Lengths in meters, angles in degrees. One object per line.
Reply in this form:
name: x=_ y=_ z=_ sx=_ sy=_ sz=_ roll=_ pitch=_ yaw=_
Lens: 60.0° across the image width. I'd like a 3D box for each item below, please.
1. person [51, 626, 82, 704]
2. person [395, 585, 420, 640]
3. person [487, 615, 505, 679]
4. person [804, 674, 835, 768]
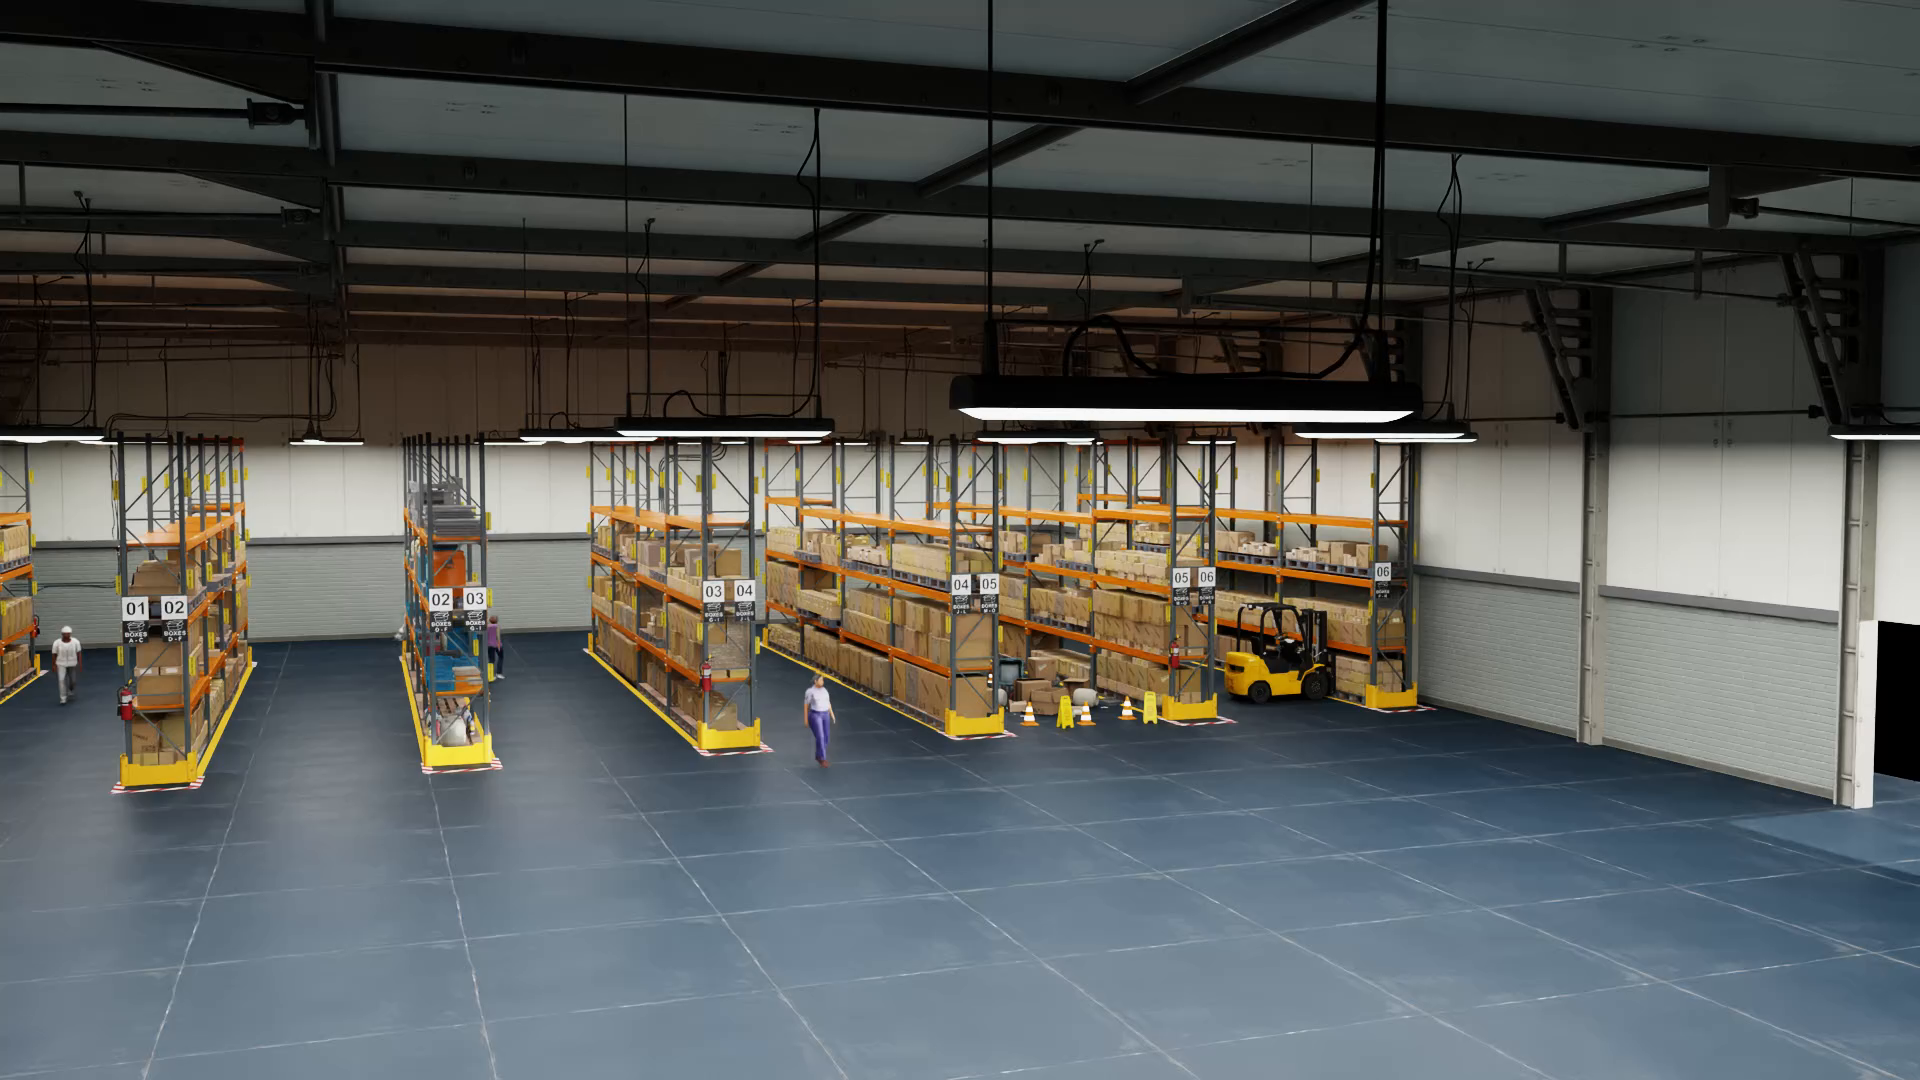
person: x=-20.100 y=2.794 z=37.420 sx=0.589 sy=1.712 sz=1.041 roll=-2 pitch=4 yaw=-38
person: x=-16.081 y=2.157 z=48.887 sx=1.147 sy=1.729 sz=0.548 roll=0 pitch=3 yaw=0
person: x=-11.503 y=2.662 z=41.012 sx=0.422 sy=1.610 sz=0.514 roll=0 pitch=3 yaw=3
person: x=-2.478 y=3.258 z=30.123 sx=0.509 sy=1.640 sz=0.746 roll=-3 pitch=4 yaw=-44
